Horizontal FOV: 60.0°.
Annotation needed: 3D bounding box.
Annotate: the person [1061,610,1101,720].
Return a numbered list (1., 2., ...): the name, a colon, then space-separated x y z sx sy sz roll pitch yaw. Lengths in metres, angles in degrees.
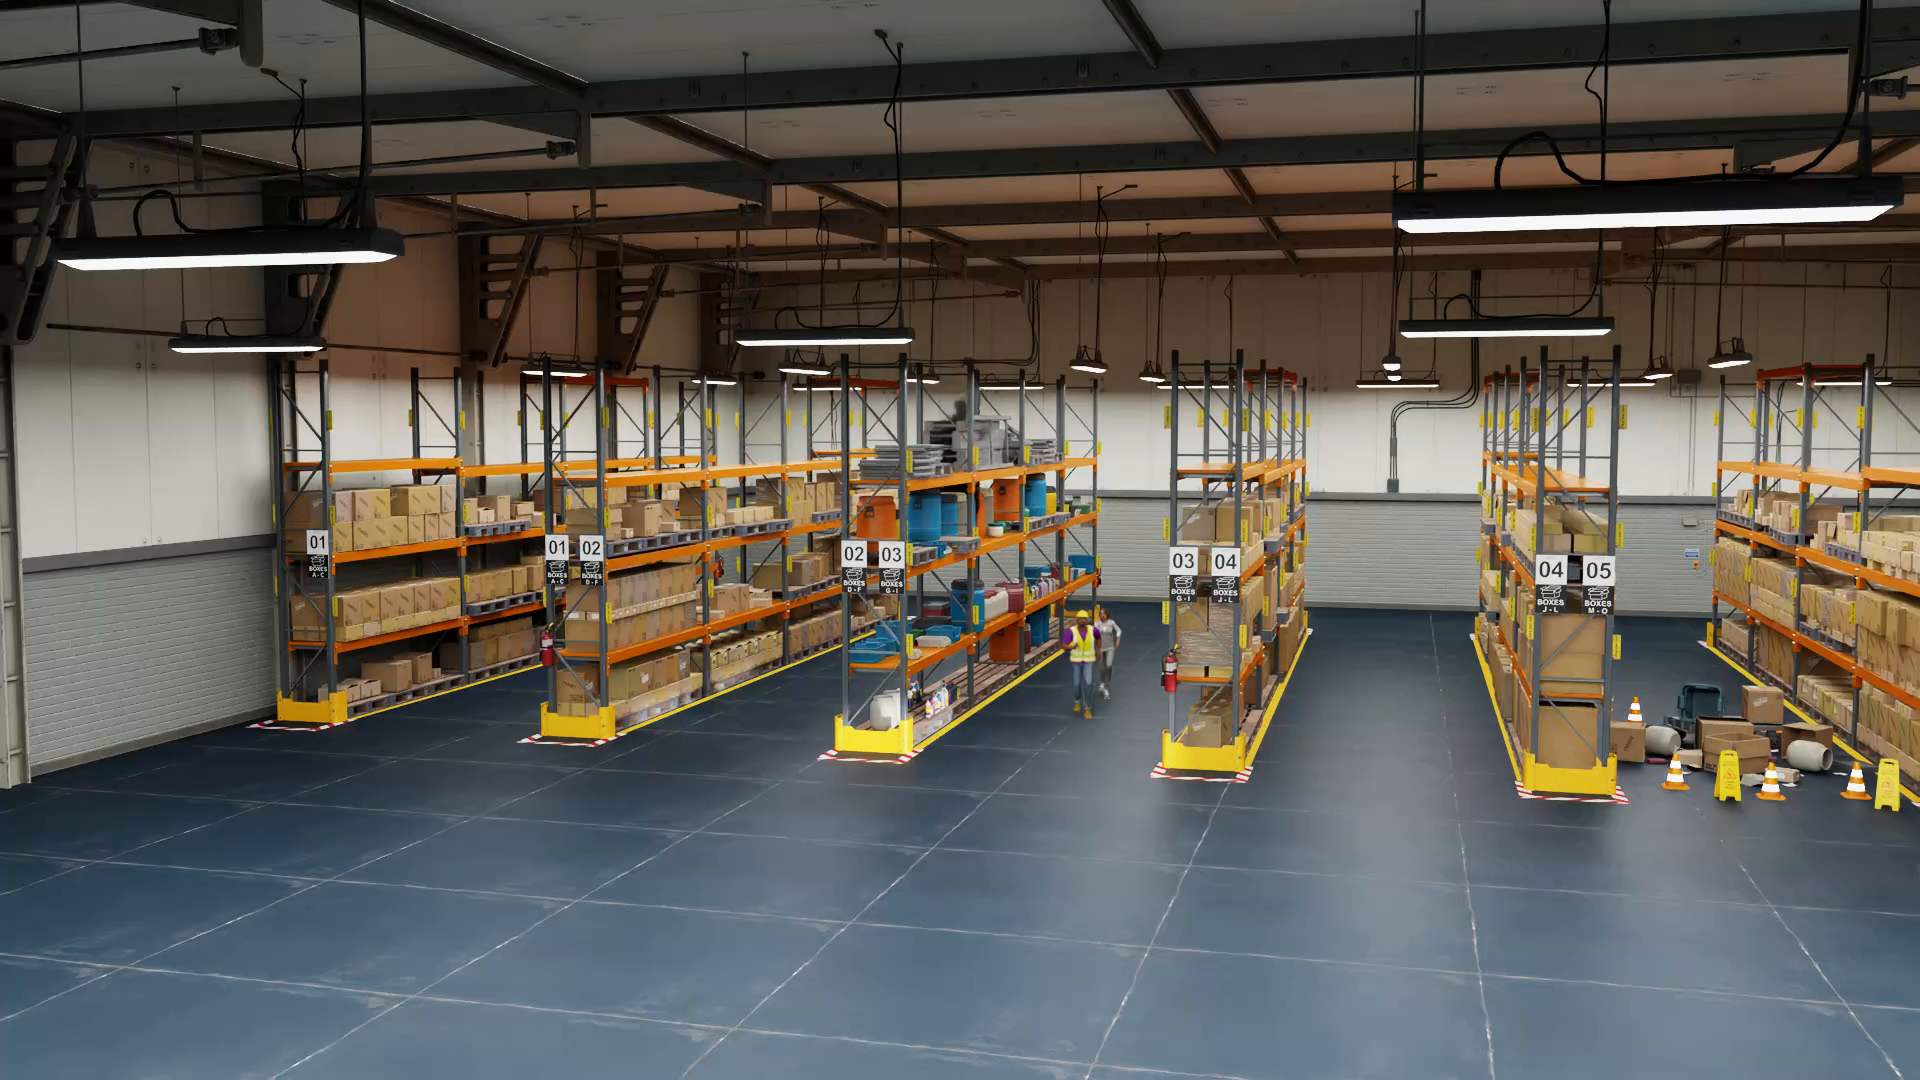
1. person: 2.054 2.097 28.115 0.689 1.841 0.810 0 4 2

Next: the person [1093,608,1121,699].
1. person: 2.641 2.040 30.261 0.541 1.625 0.729 1 4 10
